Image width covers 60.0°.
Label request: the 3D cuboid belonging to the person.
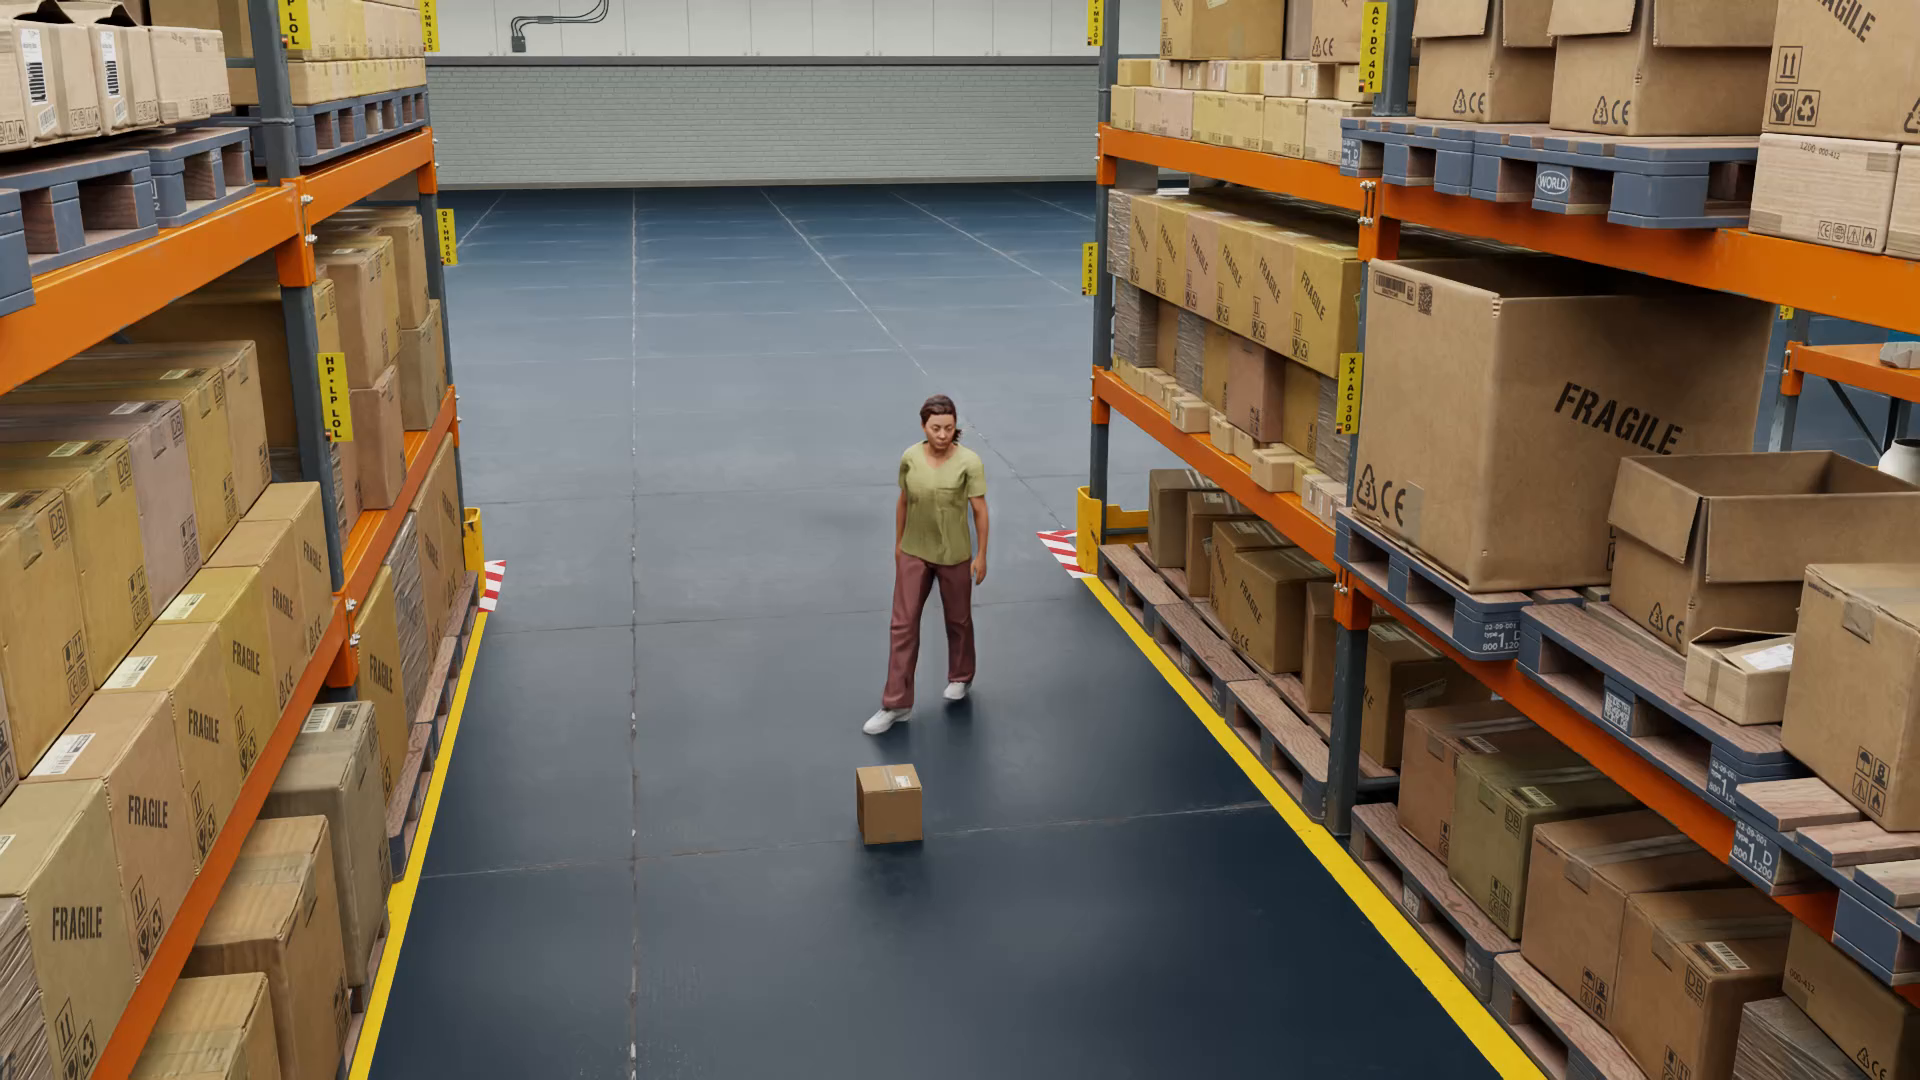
[{"bbox_3d":[-0.133,0.082,8.256,0.545,1.661,0.765,4,17,14],"label":"person"}]
